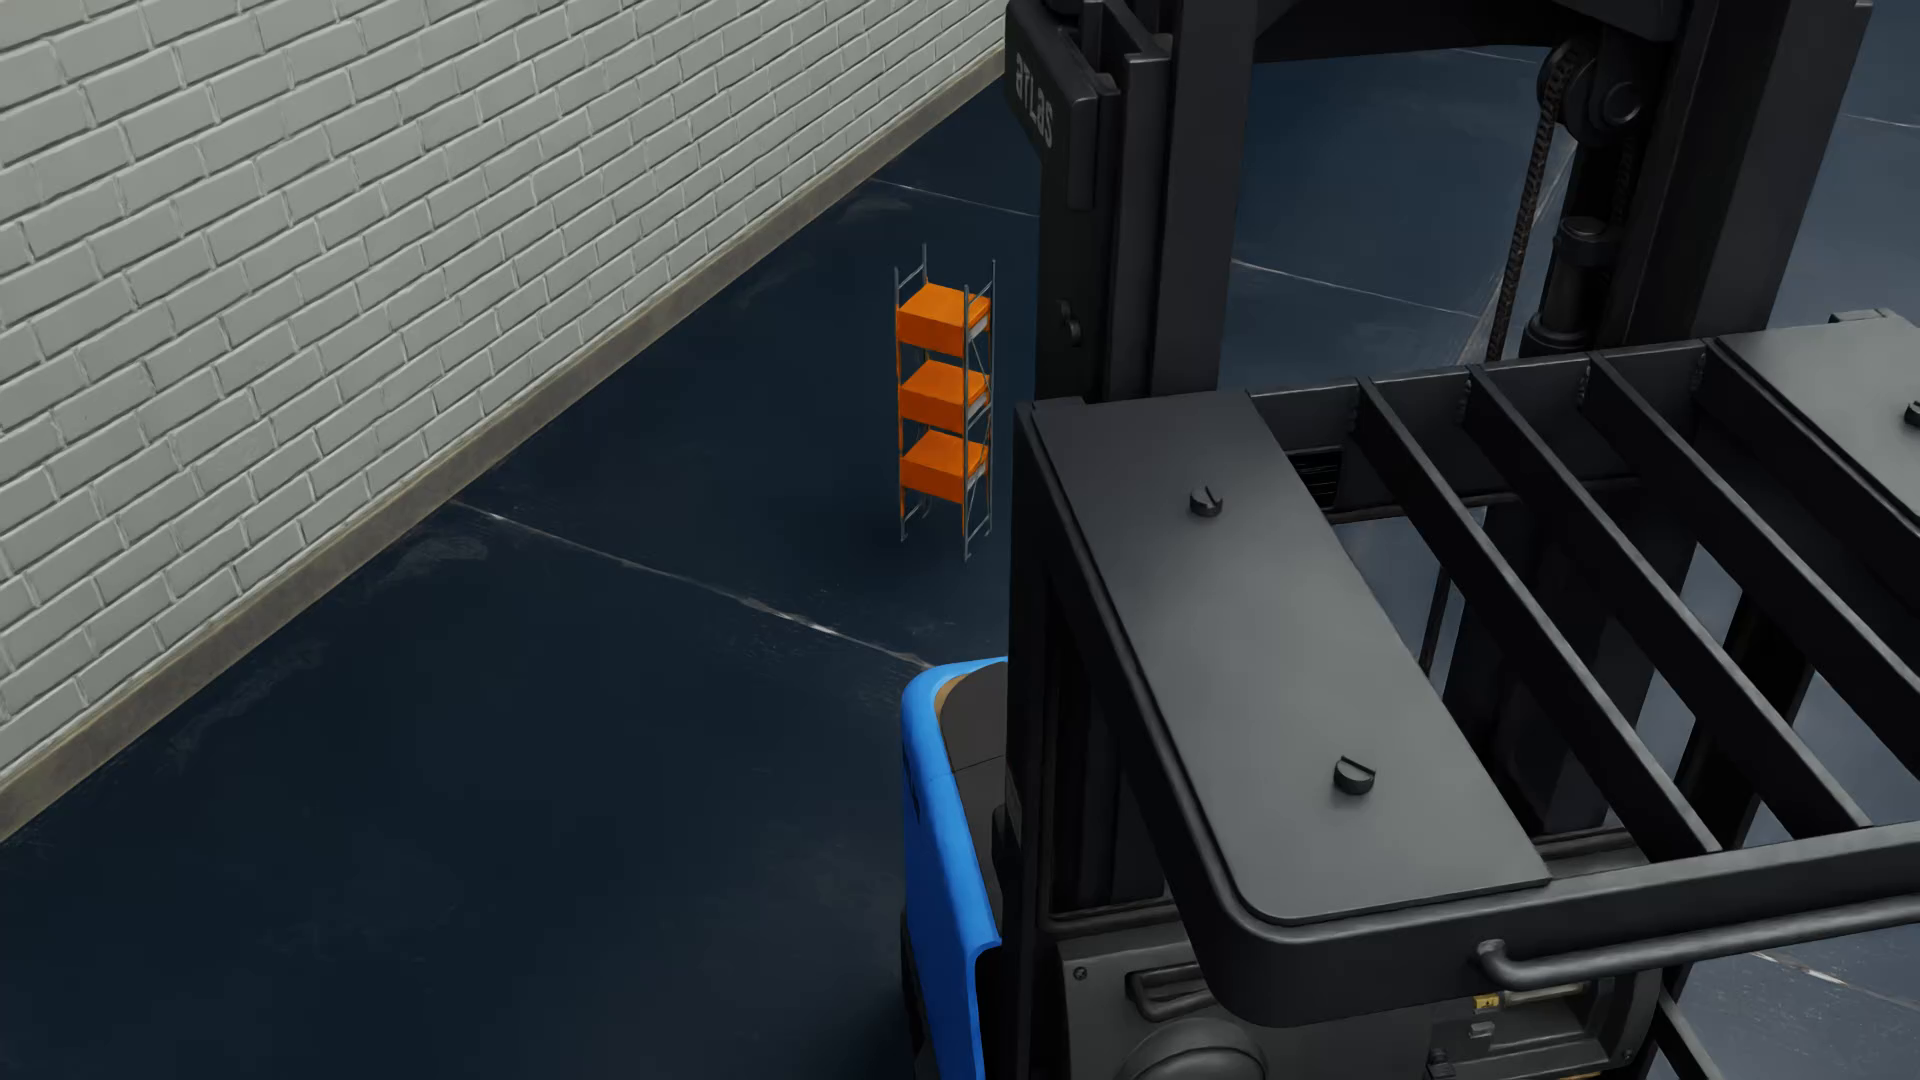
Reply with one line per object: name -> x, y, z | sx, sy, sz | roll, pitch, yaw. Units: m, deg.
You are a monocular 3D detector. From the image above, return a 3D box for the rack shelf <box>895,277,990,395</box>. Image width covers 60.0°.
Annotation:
rack shelf -> -0.048, -0.651, 5.287 | 0.240, 0.259, 0.215 | 17, 41, 21

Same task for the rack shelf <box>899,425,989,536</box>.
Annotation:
rack shelf -> -0.048, -0.203, 5.627 | 0.240, 0.259, 0.215 | 17, 41, 21

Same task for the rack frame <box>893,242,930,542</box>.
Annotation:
rack frame -> -0.156, -0.467, 5.497 | 0.008, 1.050, 0.200 | 17, 41, 21

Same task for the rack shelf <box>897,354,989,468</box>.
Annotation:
rack shelf -> -0.048, -0.425, 5.459 | 0.240, 0.259, 0.215 | 17, 41, 21

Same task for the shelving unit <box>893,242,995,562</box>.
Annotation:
shelving unit -> -0.048, -0.433, 5.452 | 0.252, 1.050, 0.215 | 17, 41, 21

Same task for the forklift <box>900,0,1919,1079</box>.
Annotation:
forklift -> 0.650, 0.782, 2.295 | 1.130, 2.935, 3.031 | -7, 38, -9

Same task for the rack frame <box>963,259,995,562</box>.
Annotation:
rack frame -> 0.061, -0.399, 5.407 | 0.008, 1.050, 0.200 | 17, 41, 21
